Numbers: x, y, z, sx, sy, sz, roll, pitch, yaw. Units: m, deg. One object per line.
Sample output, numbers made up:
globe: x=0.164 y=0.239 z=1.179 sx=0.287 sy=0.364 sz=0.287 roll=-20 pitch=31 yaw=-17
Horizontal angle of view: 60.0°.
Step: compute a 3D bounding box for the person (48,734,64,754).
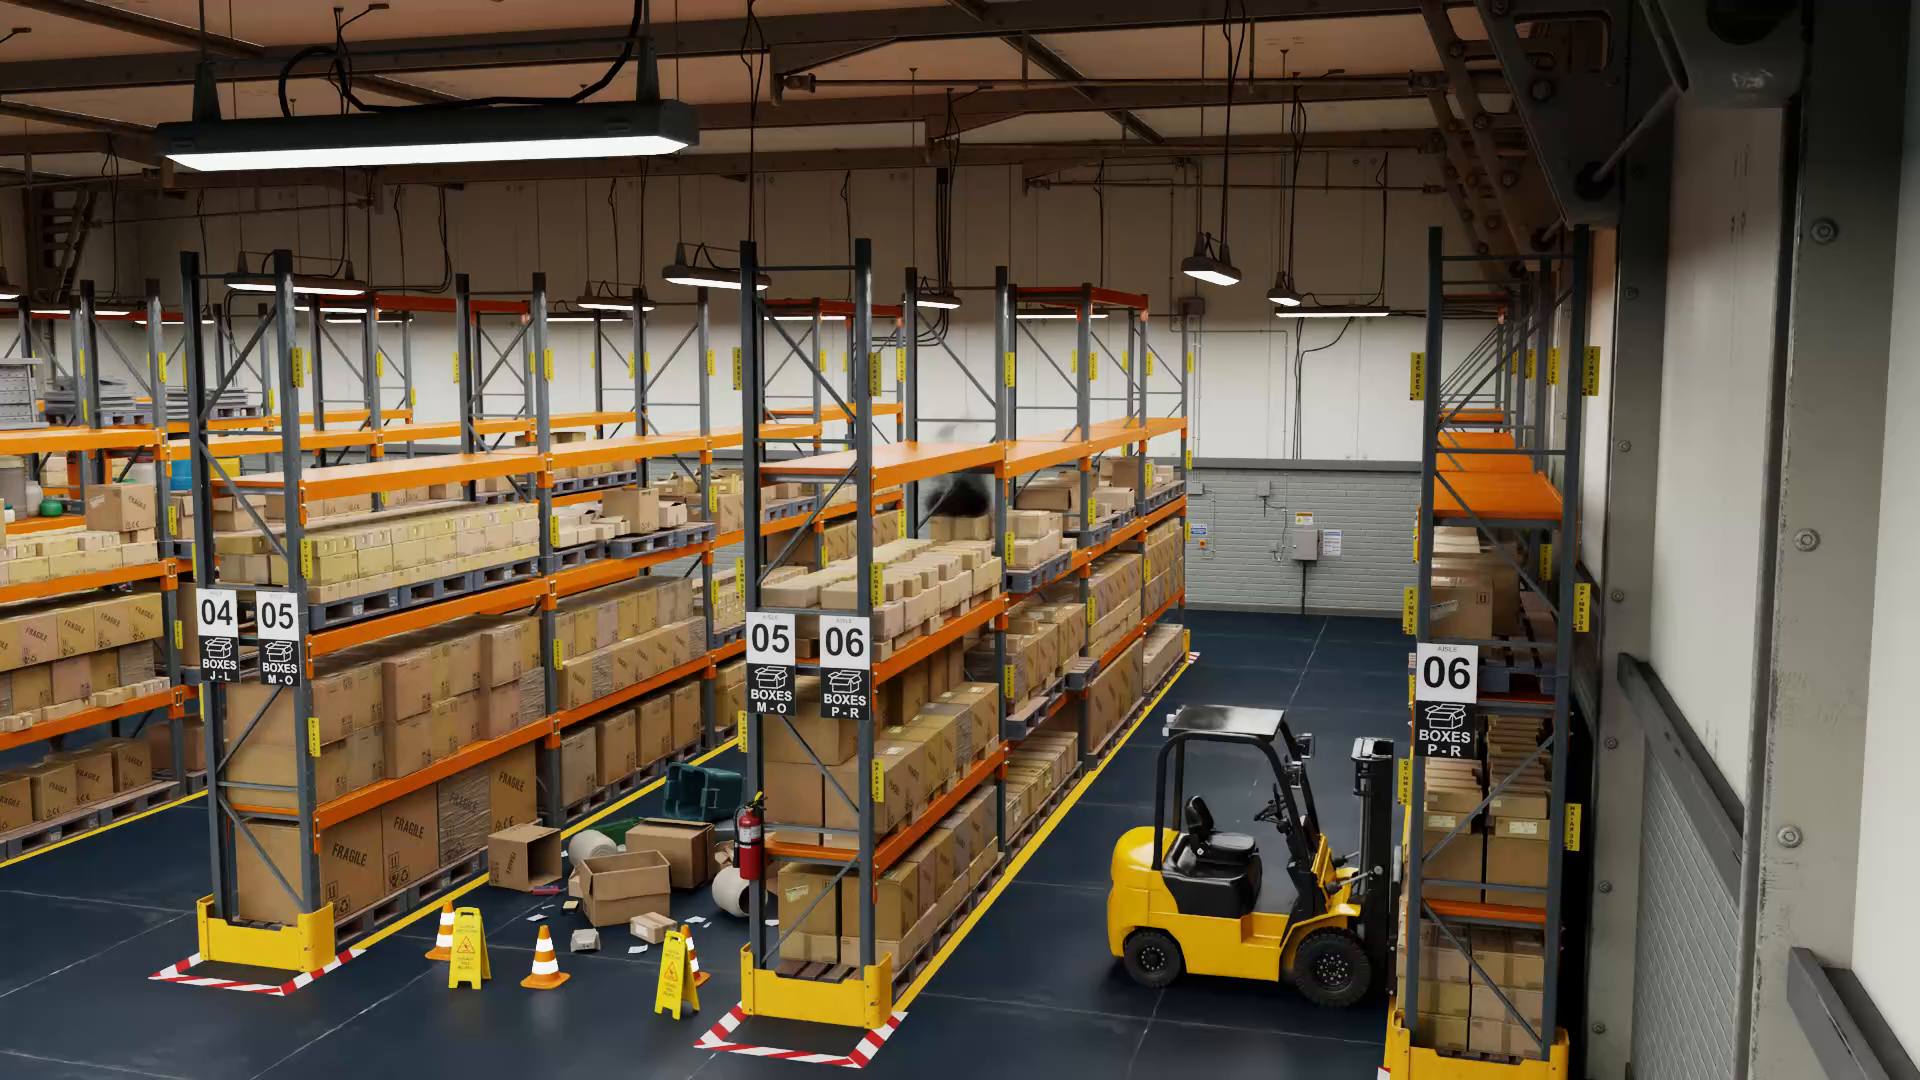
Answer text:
person: x=-11.570 y=1.977 z=21.127 sx=0.688 sy=1.687 sz=0.593 roll=1 pitch=7 yaw=11
